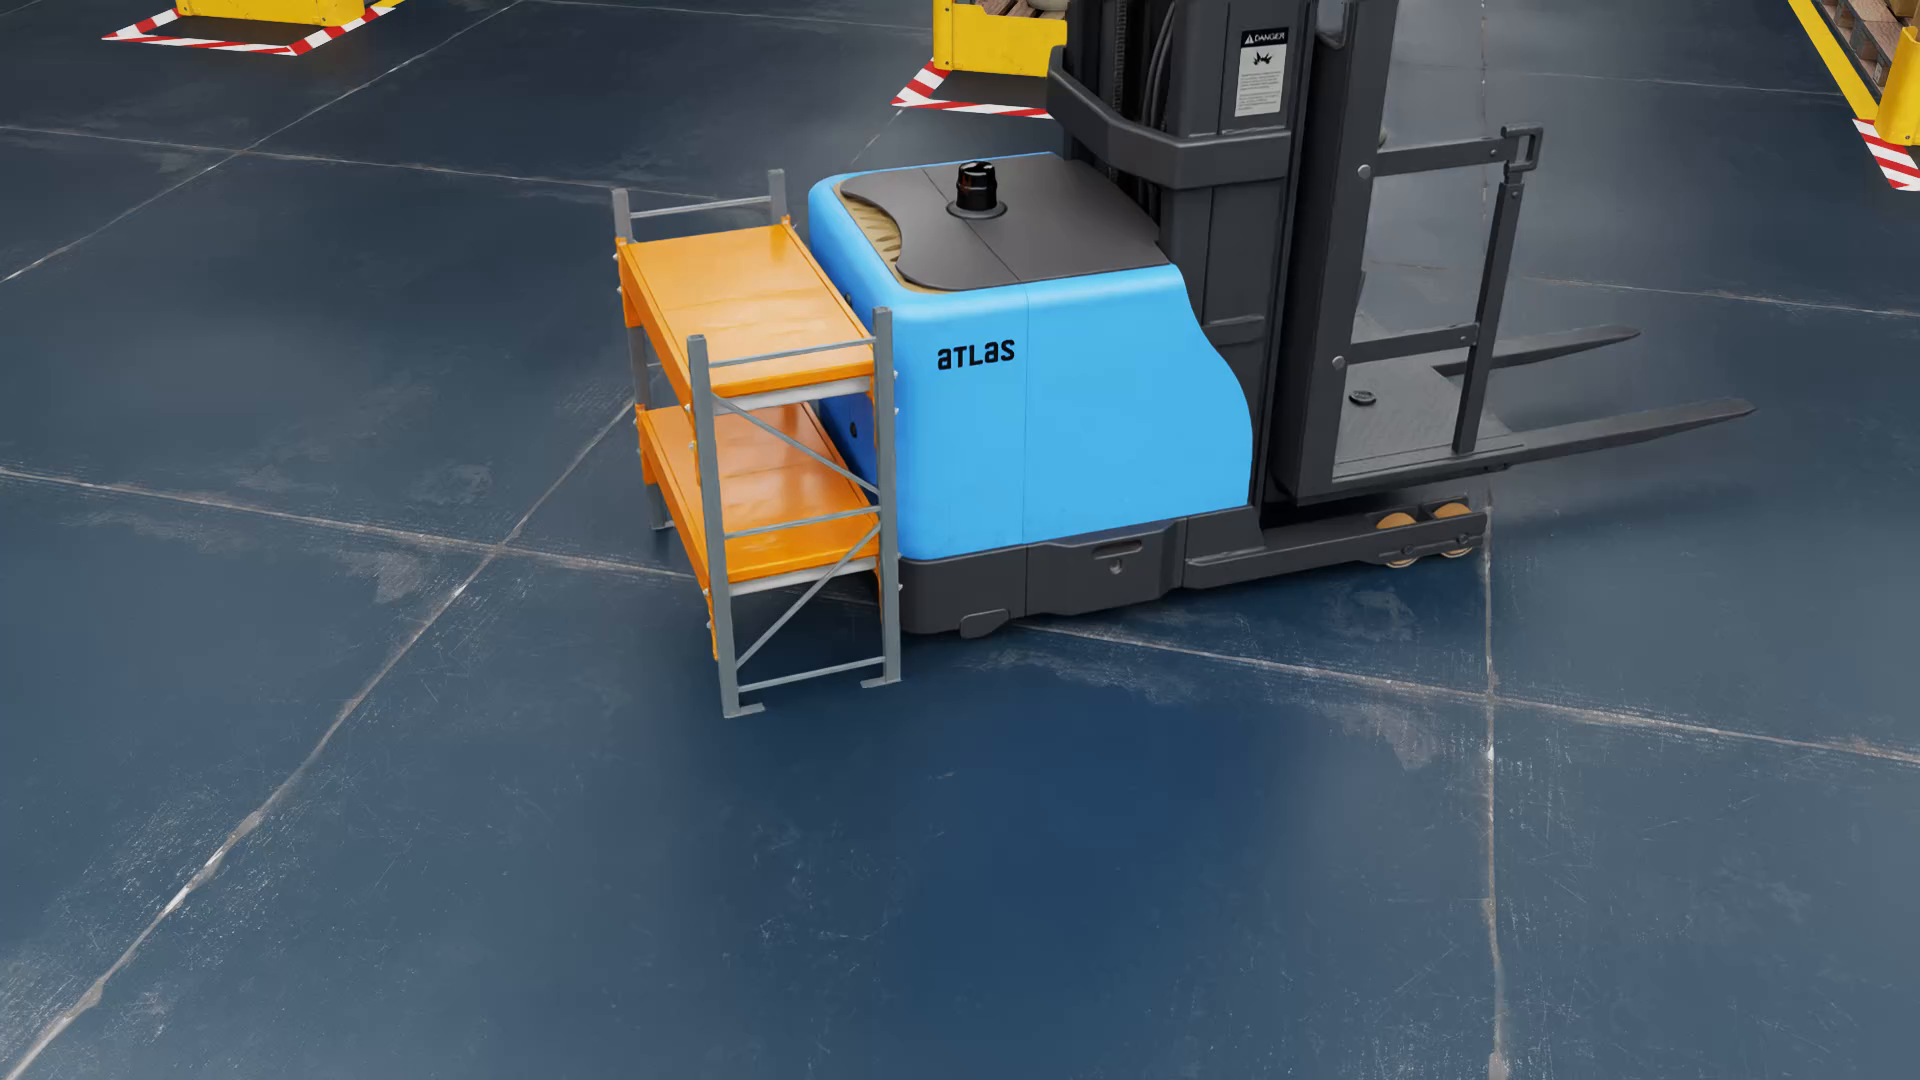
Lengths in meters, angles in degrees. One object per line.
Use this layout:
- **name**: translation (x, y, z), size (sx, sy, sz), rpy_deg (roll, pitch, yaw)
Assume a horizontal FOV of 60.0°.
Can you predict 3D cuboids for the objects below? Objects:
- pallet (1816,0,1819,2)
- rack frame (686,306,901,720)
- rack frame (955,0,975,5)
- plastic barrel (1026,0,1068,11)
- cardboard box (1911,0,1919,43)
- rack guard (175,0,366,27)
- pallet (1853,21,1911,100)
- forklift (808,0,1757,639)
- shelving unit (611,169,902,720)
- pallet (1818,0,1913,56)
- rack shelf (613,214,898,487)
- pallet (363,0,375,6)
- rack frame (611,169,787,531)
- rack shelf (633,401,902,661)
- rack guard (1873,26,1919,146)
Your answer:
- **pallet**: translation (6.139, -3.785, 11.007), size (1.003, 0.211, 1.213), rpy_deg (8, 33, 12)
- **rack frame**: translation (-0.404, -0.043, 4.269), size (0.500, 1.125, 0.032), rpy_deg (-11, 34, -17)
- **rack frame**: translation (0.469, -3.914, 8.610), size (1.000, 3.000, 0.127), rpy_deg (8, 33, 12)
- **plastic barrel**: translation (0.562, -3.393, 9.719), size (0.421, 0.512, 0.421), rpy_deg (0, 32, 0)
- **cardboard box**: translation (5.553, -2.998, 9.109), size (0.500, 0.500, 0.500), rpy_deg (17, 36, 25)
- **rack guard**: translation (-4.327, -3.523, 10.325), size (1.175, 0.500, 0.348), rpy_deg (8, 33, 12)
- **pallet**: translation (5.519, -2.519, 9.015), size (1.003, 0.211, 1.213), rpy_deg (8, 33, 12)
- **forklift**: translation (1.109, -1.411, 4.737), size (3.031, 2.935, 1.130), rpy_deg (-10, 34, -15)
- **shelving unit**: translation (-0.577, -0.300, 4.673), size (0.538, 1.125, 1.048), rpy_deg (-11, 34, -17)
- **pallet**: translation (5.831, -3.150, 10.008), size (1.003, 0.211, 1.213), rpy_deg (8, 33, 12)
- **rack shelf**: translation (-0.577, -0.547, 4.516), size (0.538, 0.278, 1.000), rpy_deg (-11, 34, -17)
- **pallet**: translation (-4.168, -3.816, 11.056), size (1.003, 0.211, 1.213), rpy_deg (8, 33, 12)
- **rack frame**: translation (-0.750, -0.556, 5.076), size (0.500, 1.125, 0.032), rpy_deg (-11, 34, -17)
- **rack shelf**: translation (-0.577, -0.093, 4.804), size (0.538, 0.278, 1.000), rpy_deg (-11, 34, -17)
- **rack guard**: translation (5.279, -2.224, 8.282), size (1.175, 0.500, 0.348), rpy_deg (8, 33, 12)
